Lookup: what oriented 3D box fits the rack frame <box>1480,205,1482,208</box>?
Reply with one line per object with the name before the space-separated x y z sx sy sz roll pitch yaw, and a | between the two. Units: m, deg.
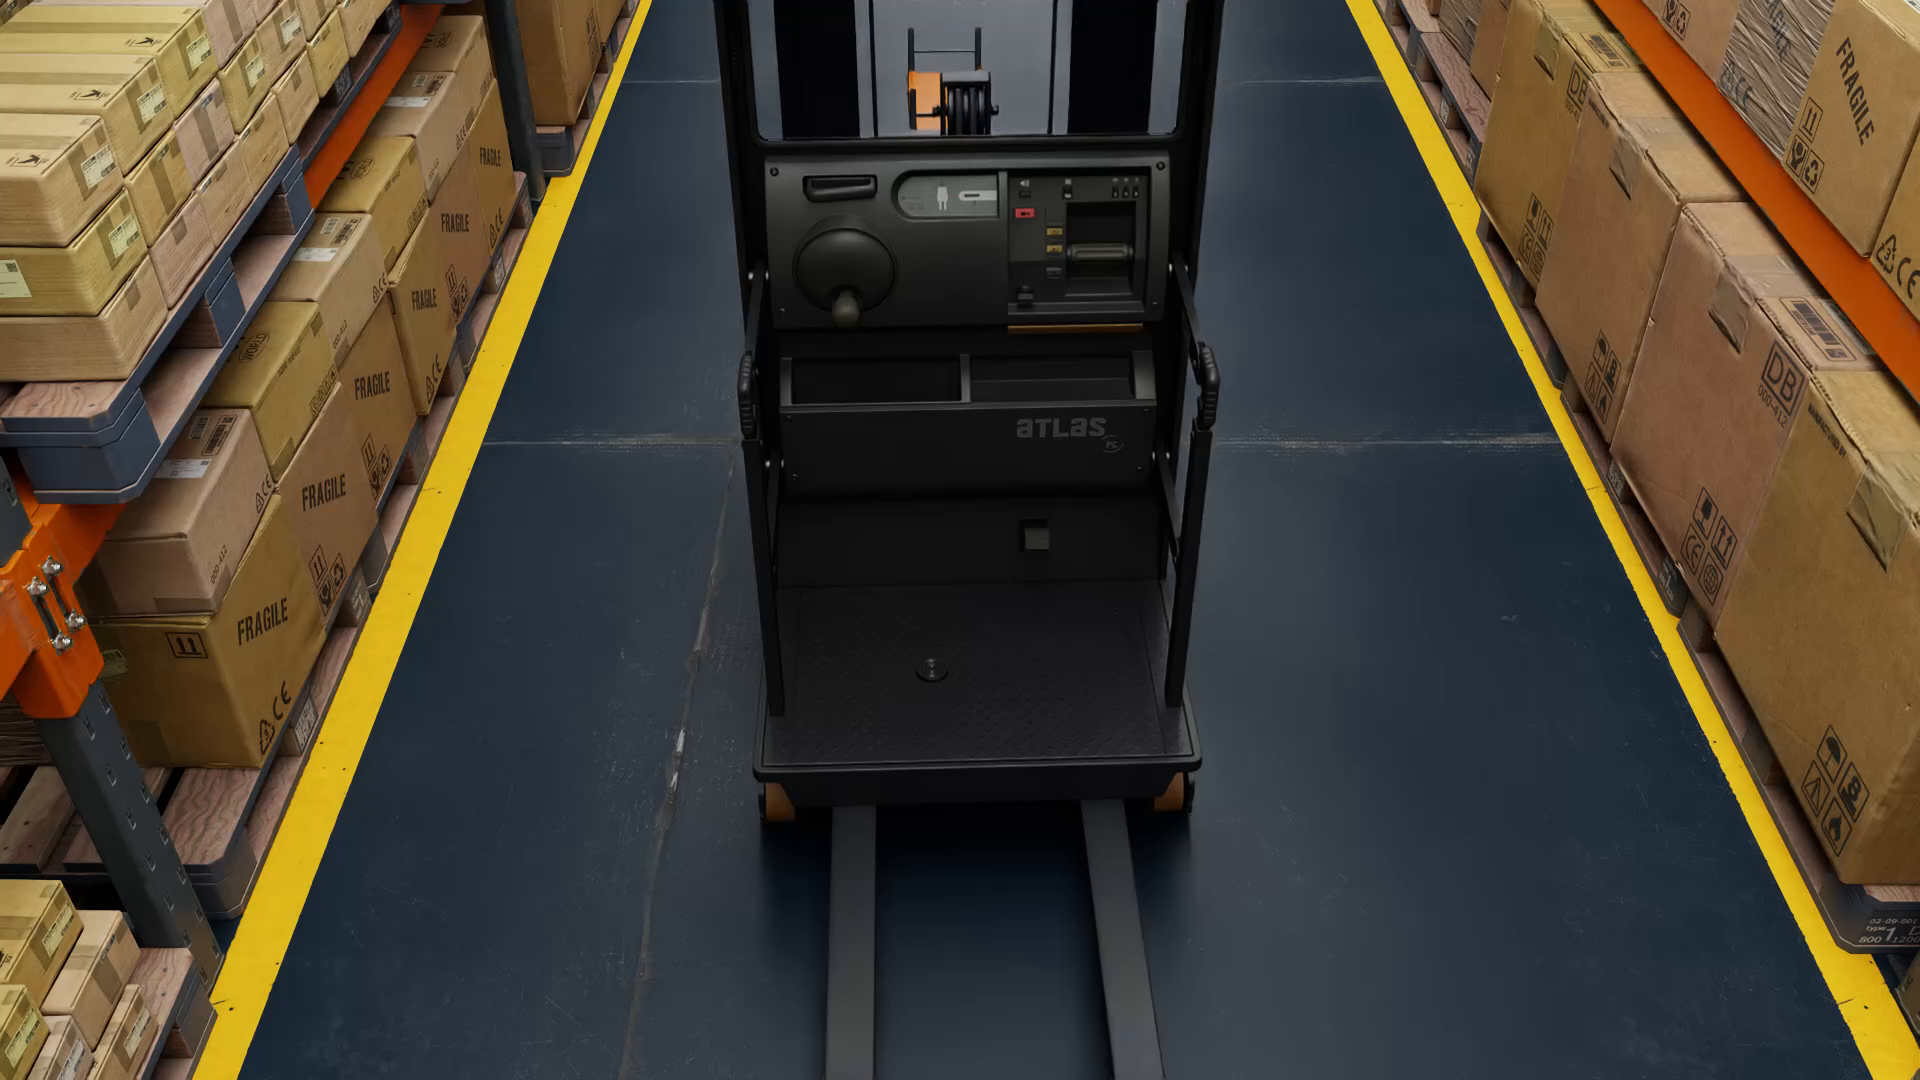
rack frame | 2.693 -2.566 6.054 1.000 3.000 0.127 0 39 0

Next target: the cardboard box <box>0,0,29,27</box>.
cardboard box | -2.463 -1.209 3.987 0.380 0.149 0.250 -2 39 -2

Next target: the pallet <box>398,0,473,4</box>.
pallet | -2.160 -2.106 5.632 1.213 0.211 1.003 0 39 0

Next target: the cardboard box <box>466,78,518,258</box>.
cardboard box | -2.005 -1.403 6.265 0.500 0.500 0.500 0 39 0

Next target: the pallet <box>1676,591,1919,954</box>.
pallet | 2.621 0.541 4.407 1.003 0.211 1.213 0 39 0

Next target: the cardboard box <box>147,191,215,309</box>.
cardboard box | -1.809 -0.611 3.478 0.380 0.149 0.250 1 39 1

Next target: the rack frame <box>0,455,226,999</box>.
rack frame | -2.263 -0.125 3.007 1.000 3.000 0.127 0 39 0

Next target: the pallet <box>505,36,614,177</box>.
pallet | -2.193 -2.031 7.616 1.003 0.211 1.213 0 39 0

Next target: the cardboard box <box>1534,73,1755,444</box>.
cardboard box | 2.666 -0.912 5.353 1.225 0.875 0.875 0 39 0

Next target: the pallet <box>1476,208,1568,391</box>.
pallet | 2.618 -0.985 6.311 1.003 0.211 1.213 0 39 0

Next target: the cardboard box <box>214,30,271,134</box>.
cardboard box | -1.807 -1.039 3.776 0.380 0.149 0.250 -2 39 -2

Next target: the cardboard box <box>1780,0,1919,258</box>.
cardboard box | 2.423 -1.033 4.060 0.500 0.500 0.500 0 39 -1

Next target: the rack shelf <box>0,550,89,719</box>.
rack shelf | -2.260 1.407 1.671 1.077 0.370 4.000 0 39 0

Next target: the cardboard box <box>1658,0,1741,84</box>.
cardboard box | 2.428 -1.658 4.841 0.500 0.500 0.500 -1 39 -1

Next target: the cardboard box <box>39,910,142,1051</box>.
cardboard box | -1.944 0.905 3.429 0.380 0.149 0.250 1 39 1

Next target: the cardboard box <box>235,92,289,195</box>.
cardboard box | -1.805 -0.924 3.869 0.380 0.149 0.250 0 39 0

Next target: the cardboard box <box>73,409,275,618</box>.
cardboard box | -1.999 -0.068 4.000 0.500 0.250 0.500 -2 39 -2

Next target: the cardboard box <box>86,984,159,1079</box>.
cardboard box | -1.922 1.069 3.461 0.380 0.149 0.250 0 39 1

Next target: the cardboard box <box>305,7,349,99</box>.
cardboard box | -1.810 -1.254 4.281 0.380 0.149 0.250 -1 39 -1

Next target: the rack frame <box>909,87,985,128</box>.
rack frame | -0.034 -0.901 5.415 0.240 1.200 0.015 -1 39 -2

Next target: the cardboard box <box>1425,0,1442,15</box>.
cardboard box | 2.651 -2.883 8.096 0.700 0.500 0.500 3 39 4

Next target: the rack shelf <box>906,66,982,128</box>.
rack shelf | -0.043 -1.360 5.359 0.258 0.148 0.480 -1 39 -2

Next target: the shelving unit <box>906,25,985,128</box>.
shelving unit | -0.043 -1.053 5.605 0.258 1.200 0.503 -1 39 -2

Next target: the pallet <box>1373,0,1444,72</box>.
pallet | 2.695 -2.728 8.485 1.003 0.211 1.213 0 39 0

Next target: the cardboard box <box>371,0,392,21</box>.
cardboard box | -1.811 -1.582 4.690 0.380 0.149 0.250 1 39 1

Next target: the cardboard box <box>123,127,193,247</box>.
cardboard box | -1.805 -0.715 3.371 0.380 0.149 0.250 -1 39 -1

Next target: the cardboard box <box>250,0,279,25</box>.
cardboard box | -1.806 -1.320 3.888 0.380 0.149 0.250 0 39 0

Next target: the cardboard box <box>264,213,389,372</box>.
cardboard box | -1.999 -0.720 4.813 0.500 0.250 0.500 1 39 2

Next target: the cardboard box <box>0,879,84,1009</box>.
cardboard box | -2.002 0.814 3.304 0.380 0.149 0.250 1 39 1

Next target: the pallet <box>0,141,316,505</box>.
pallet | -2.118 -0.528 3.663 1.003 0.211 1.213 0 39 0

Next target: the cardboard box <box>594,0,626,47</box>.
cardboard box | -2.182 -2.840 7.858 1.050 0.750 0.750 1 39 1

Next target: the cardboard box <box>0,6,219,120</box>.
cardboard box | -1.807 -1.004 3.494 0.380 0.149 0.250 0 39 0

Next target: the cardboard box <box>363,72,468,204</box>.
cardboard box | -1.993 -1.364 5.617 0.500 0.250 0.500 0 39 1

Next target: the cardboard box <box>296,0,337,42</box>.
cardboard box | -1.810 -1.374 4.193 0.380 0.149 0.250 -1 39 -1

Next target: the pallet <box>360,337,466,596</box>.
pallet | -2.269 -0.288 5.441 1.003 0.211 1.213 0 39 0

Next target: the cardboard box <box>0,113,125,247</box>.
cardboard box | -1.803 -0.669 3.076 0.380 0.149 0.250 2 39 2

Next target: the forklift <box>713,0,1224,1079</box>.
forklift | 0.029 -0.617 3.676 1.130 2.935 3.031 -1 39 -2

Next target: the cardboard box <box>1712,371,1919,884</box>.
cardboard box | 2.677 0.200 3.965 1.225 0.875 0.875 0 39 0

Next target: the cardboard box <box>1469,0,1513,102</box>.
cardboard box | 2.672 -2.182 7.221 0.700 0.500 0.500 -2 39 -2

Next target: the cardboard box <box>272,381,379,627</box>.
cardboard box | -2.001 -0.106 4.647 0.500 0.500 0.500 2 39 2

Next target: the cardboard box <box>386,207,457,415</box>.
cardboard box | -1.991 -0.748 5.448 0.500 0.500 0.500 -2 39 -2
